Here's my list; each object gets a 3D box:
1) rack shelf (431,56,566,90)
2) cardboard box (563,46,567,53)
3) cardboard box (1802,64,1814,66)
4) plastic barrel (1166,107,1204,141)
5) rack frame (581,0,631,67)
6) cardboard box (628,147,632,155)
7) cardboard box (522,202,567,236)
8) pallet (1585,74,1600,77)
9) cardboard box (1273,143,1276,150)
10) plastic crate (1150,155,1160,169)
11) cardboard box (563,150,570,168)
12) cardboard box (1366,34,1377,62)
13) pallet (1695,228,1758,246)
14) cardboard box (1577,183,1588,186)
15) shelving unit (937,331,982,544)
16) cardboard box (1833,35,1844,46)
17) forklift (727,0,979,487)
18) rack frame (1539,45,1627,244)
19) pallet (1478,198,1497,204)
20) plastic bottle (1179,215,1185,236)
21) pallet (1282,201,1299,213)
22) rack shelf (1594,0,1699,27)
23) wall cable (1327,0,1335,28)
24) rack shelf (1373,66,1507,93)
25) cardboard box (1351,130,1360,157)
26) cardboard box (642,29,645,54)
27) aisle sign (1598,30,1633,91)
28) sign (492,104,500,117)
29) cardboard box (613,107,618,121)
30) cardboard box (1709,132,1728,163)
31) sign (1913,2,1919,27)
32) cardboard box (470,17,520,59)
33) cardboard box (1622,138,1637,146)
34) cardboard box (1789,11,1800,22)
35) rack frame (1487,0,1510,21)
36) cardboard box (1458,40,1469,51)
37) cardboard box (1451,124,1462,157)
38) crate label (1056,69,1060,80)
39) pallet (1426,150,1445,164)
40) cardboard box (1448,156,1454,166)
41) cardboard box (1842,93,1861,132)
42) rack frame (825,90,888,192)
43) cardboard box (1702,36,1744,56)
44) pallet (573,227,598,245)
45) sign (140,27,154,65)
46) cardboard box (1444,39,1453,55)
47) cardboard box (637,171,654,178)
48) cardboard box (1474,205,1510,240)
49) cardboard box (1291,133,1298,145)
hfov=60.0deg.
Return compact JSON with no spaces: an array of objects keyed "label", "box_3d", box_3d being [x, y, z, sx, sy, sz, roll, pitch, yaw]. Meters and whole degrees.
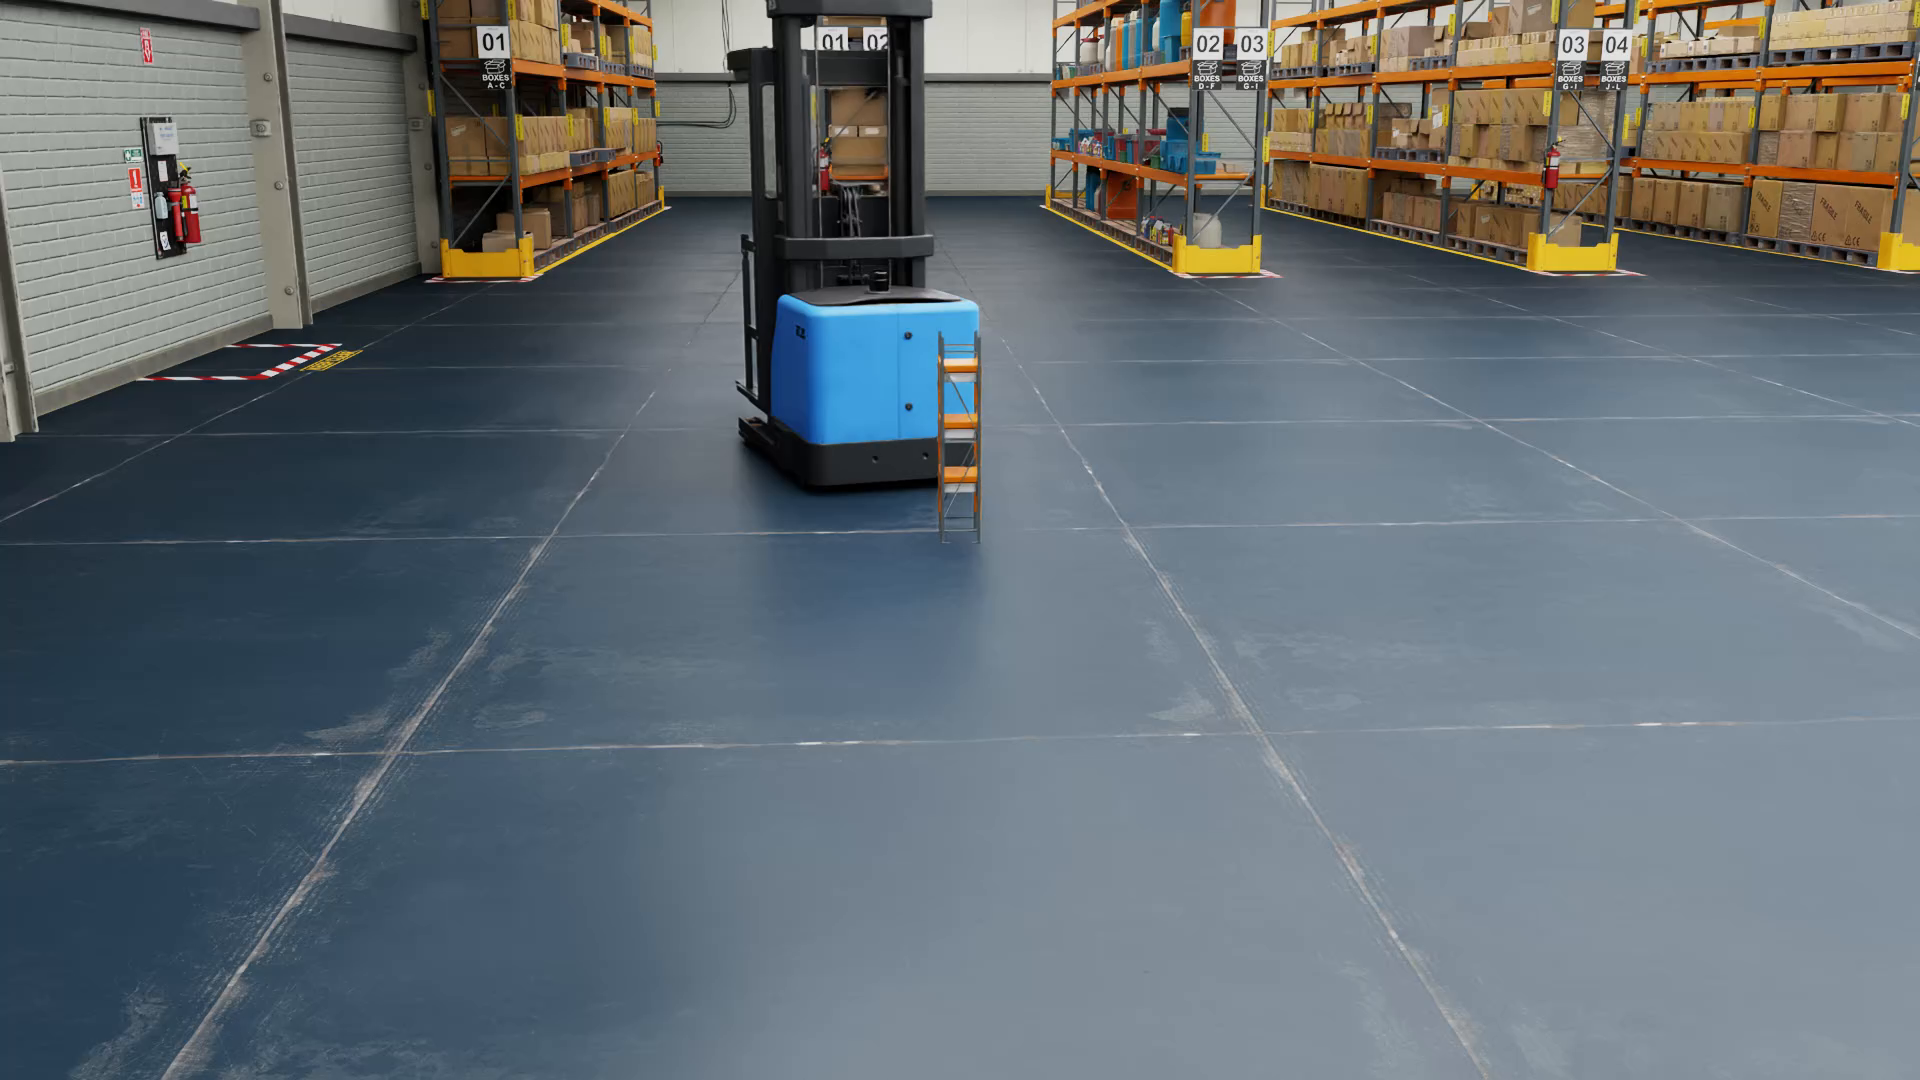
[{"label":"rack shelf","box_3d":[-6.439,-6.577,23.494,1.077,0.370,4.000,-1,14,-3]},{"label":"cardboard box","box_3d":[-6.555,-7.874,26.425,0.500,0.311,0.500,0,14,-2]},{"label":"cardboard box","box_3d":[17.429,-9.823,33.623,0.500,0.500,0.500,-1,14,-4]},{"label":"plastic barrel","box_3d":[3.604,-6.467,26.635,0.600,0.901,0.708,-1,14,-3]},{"label":"rack frame","box_3d":[-7.058,-10.866,32.697,1.000,3.000,0.127,-1,14,-3]},{"label":"cardboard box","box_3d":[-6.715,-7.706,32.921,0.380,0.149,0.250,-1,14,-2]},{"label":"cardboard box","box_3d":[-6.625,-5.156,26.679,0.700,0.500,0.500,0,14,-2]},{"label":"pallet","box_3d":[12.729,-9.190,32.580,1.213,0.211,1.003,-1,14,-3]},{"label":"cardboard box","box_3d":[7.252,-8.842,37.375,0.380,0.149,0.250,-1,14,-5]},{"label":"plastic crate","box_3d":[3.128,-5.679,25.003,0.450,0.188,0.662,-1,14,-3]},{"label":"cardboard box","box_3d":[-6.231,-5.794,25.288,0.500,0.250,0.500,-1,14,-3]},{"label":"cardboard box","box_3d":[7.911,-9.051,30.616,0.797,0.503,0.637,0,14,0]},{"label":"pallet","box_3d":[13.103,-5.092,27.892,1.003,0.211,1.213,-1,14,-3]},{"label":"cardboard box","box_3d":[12.575,-7.150,32.964,0.500,0.250,0.500,0,14,-1]},{"label":"shelving unit","box_3d":[-0.003,-0.522,8.447,0.215,1.050,0.252,-1,14,-3]},{"label":"cardboard box","box_3d":[13.021,-7.296,24.305,0.380,0.149,0.250,-1,14,-3]},{"label":"forklift","box_3d":[-0.832,-2.048,10.603,1.130,2.935,3.031,-5,15,-18]},{"label":"rack frame","box_3d":[8.517,-5.205,22.737,1.000,3.000,0.127,-1,14,-3]},{"label":"pallet","box_3d":[12.502,-7.664,37.889,1.003,0.211,1.213,-1,14,-3]},{"label":"plastic bottle","box_3d":[3.509,-4.896,25.967,0.144,0.351,0.185,-1,14,-3]},{"label":"pallet","box_3d":[7.726,-7.334,36.605,1.003,0.211,1.213,-1,14,-3]},{"label":"rack shelf","box_3d":[12.854,-10.107,31.995,1.077,0.370,4.000,-1,14,-3]},{"label":"wall cable","box_3d":[10.615,-15.107,42.726,2.277,5.999,0.120,-1,14,-3]},{"label":"rack shelf","box_3d":[8.145,-7.802,28.252,1.077,0.370,4.000,-1,14,-3]},{"label":"cardboard box","box_3d":[7.718,-7.486,31.402,0.500,0.500,0.500,-1,14,-4]},{"label":"cardboard box","box_3d":[-6.927,-10.518,35.118,0.500,0.500,0.500,-2,15,-6]},{"label":"aisle sign","box_3d":[8.820,-6.453,22.371,0.394,0.787,0.004,-1,14,-3]},{"label":"sign","box_3d":[-7.116,-6.522,25.531,0.100,0.325,0.005,-1,14,-3]},{"label":"cardboard box","box_3d":[-6.650,-7.905,30.889,0.500,0.250,0.500,-1,14,-3]},{"label":"cardboard box","box_3d":[12.895,-6.551,27.767,0.500,0.500,0.500,-1,14,-4]},{"label":"sign","box_3d":[12.931,-7.095,22.443,0.100,0.325,0.005,-1,14,-3]},{"label":"cardboard box","box_3d":[-6.086,-6.574,21.795,0.500,0.500,0.500,-1,14,-2]},{"label":"cardboard box","box_3d":[12.488,-7.443,31.098,0.380,0.149,0.250,-1,14,-3]},{"label":"cardboard box","box_3d":[12.941,-7.998,25.433,0.380,0.149,0.250,-1,14,-4]},{"label":"rack frame","box_3d":[12.482,-12.141,37.655,1.000,3.000,0.127,-1,14,-3]},{"label":"cardboard box","box_3d":[7.982,-7.687,25.866,0.380,0.149,0.250,-1,14,-5]},{"label":"cardboard box","box_3d":[8.235,-6.280,26.115,0.875,0.500,0.500,-1,14,-3]},{"label":"crate label","box_3d":[2.317,-10.254,36.639,0.408,0.251,0.502,-1,14,-3]},{"label":"pallet","box_3d":[8.367,-6.299,27.375,1.003,0.211,1.213,-1,14,-3]},{"label":"cardboard box","box_3d":[7.982,-6.020,26.409,0.380,0.149,0.250,-1,14,-3]},{"label":"cardboard box","box_3d":[13.464,-6.222,24.220,0.875,0.550,0.550,-1,14,-3]},{"label":"rack frame","box_3d":[-1.619,-6.048,26.012,1.000,3.000,0.127,-1,14,-3]},{"label":"cardboard box","box_3d":[12.897,-8.345,28.057,0.500,0.311,0.500,-1,14,-5]},{"label":"pallet","box_3d":[-6.691,-5.118,27.994,1.003,0.211,1.213,-1,14,-3]},{"label":"sign","box_3d":[-6.834,-4.148,13.977,0.001,0.298,0.199,-1,14,-3]},{"label":"cardboard box","box_3d":[8.111,-8.023,27.097,0.396,0.266,0.258,0,14,-1]},{"label":"cardboard box","box_3d":[-6.973,-8.060,36.705,0.380,0.149,0.250,-1,14,-4]},{"label":"cardboard box","box_3d":[8.297,-4.950,25.920,0.500,0.500,0.500,4,15,14]},{"label":"cardboard box","box_3d":[7.418,-8.622,35.722,0.500,0.250,0.500,-1,14,-2]}]
